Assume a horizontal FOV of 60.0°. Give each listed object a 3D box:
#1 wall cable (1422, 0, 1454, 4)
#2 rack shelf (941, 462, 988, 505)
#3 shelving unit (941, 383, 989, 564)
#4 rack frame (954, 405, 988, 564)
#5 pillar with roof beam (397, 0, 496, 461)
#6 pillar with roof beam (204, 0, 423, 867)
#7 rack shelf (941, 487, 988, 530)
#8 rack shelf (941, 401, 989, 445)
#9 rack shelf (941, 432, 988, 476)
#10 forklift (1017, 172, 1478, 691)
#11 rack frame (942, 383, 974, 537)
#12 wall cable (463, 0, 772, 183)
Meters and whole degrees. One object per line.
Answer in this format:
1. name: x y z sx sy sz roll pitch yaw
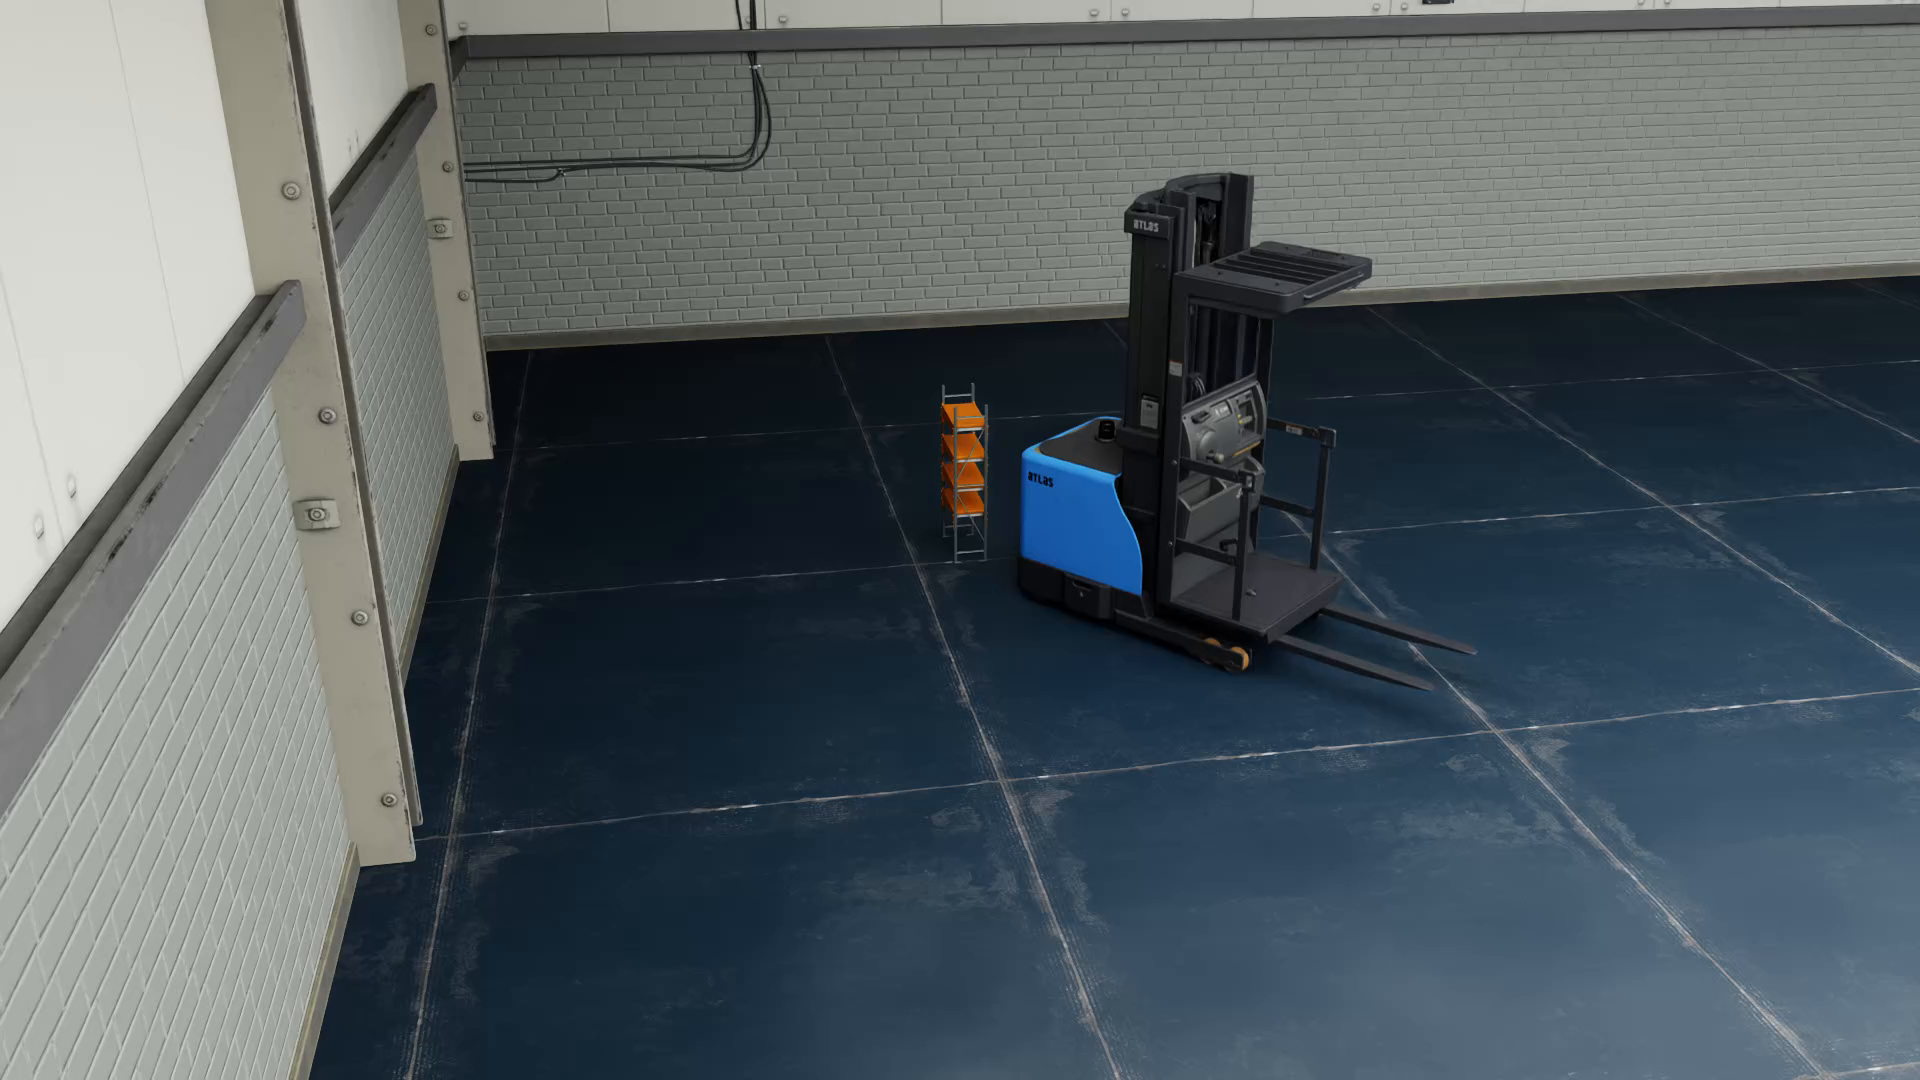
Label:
1. wall cable: 5.949 -8.390 16.211 2.305 6.003 0.169 -4 24 -10
2. rack shelf: 0.031 -0.423 12.130 0.258 0.148 0.480 -4 24 -10
3. shelving unit: 0.031 -0.485 12.103 0.258 1.200 0.503 -4 24 -10
4. rack frame: 0.076 -0.389 11.884 0.240 1.200 0.015 -4 24 -10
5. pillar with roof beam: 0.092 -5.197 13.149 9.100 9.000 0.400 -4 24 -10
6. pillar with roof beam: 1.202 -2.837 7.745 9.100 9.000 0.400 -4 24 -10
7. rack shelf: 0.031 -0.241 12.210 0.258 0.148 0.480 -4 24 -10
8. rack shelf: 0.031 -0.845 11.946 0.258 0.148 0.480 -4 24 -10
9. rack shelf: 0.031 -0.628 12.041 0.258 0.148 0.480 -4 24 -10
10. forklift: 1.854 -0.735 10.513 3.031 2.935 1.130 18 30 36
11. rack frame: -0.014 -0.581 12.323 0.240 1.200 0.015 -4 24 -10
12. wall cable: -3.384 -4.712 15.918 3.097 2.526 0.112 -4 24 -10
